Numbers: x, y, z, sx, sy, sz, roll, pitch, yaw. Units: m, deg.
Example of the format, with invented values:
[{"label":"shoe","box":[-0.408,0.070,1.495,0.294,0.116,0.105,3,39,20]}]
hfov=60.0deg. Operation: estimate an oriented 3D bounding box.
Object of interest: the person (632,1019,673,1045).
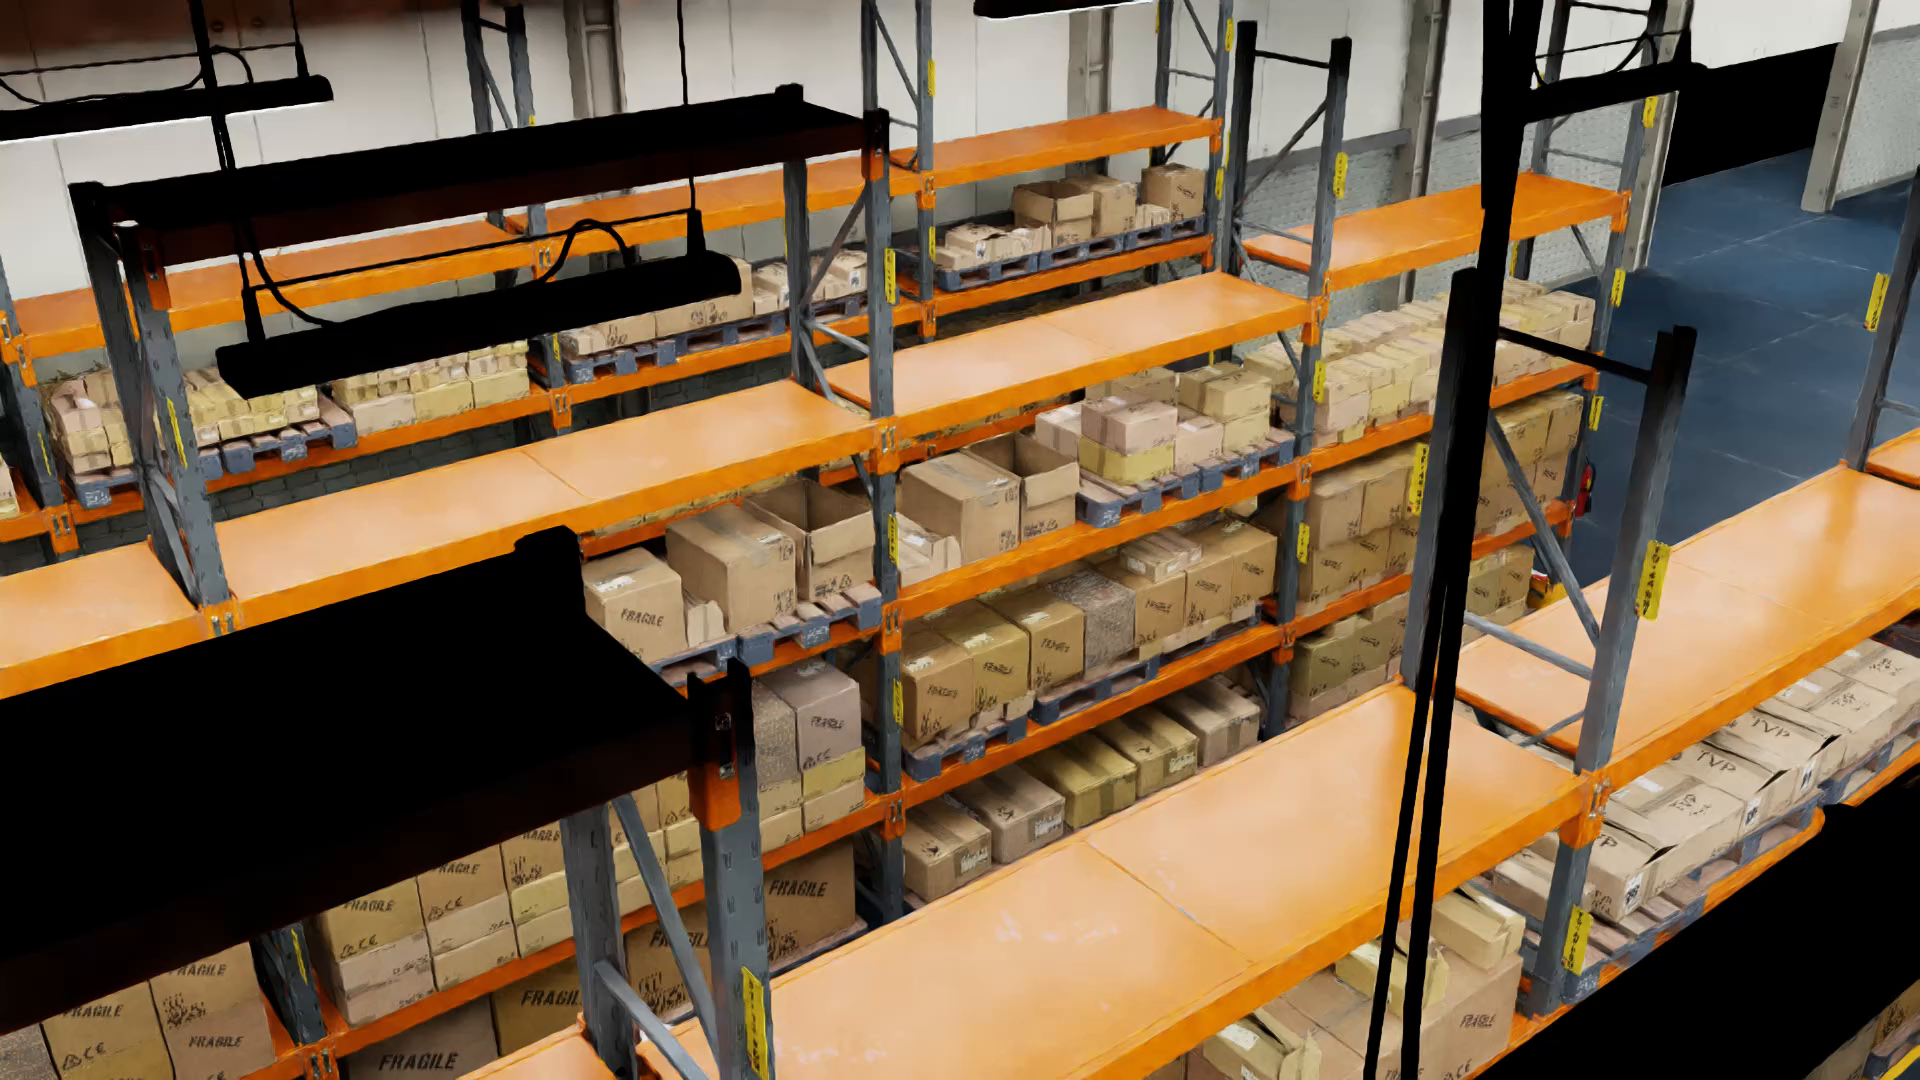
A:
[{"label":"person","box":[-1.824,3.296,9.333,0.673,1.763,0.643,-8,27,-15]}]
